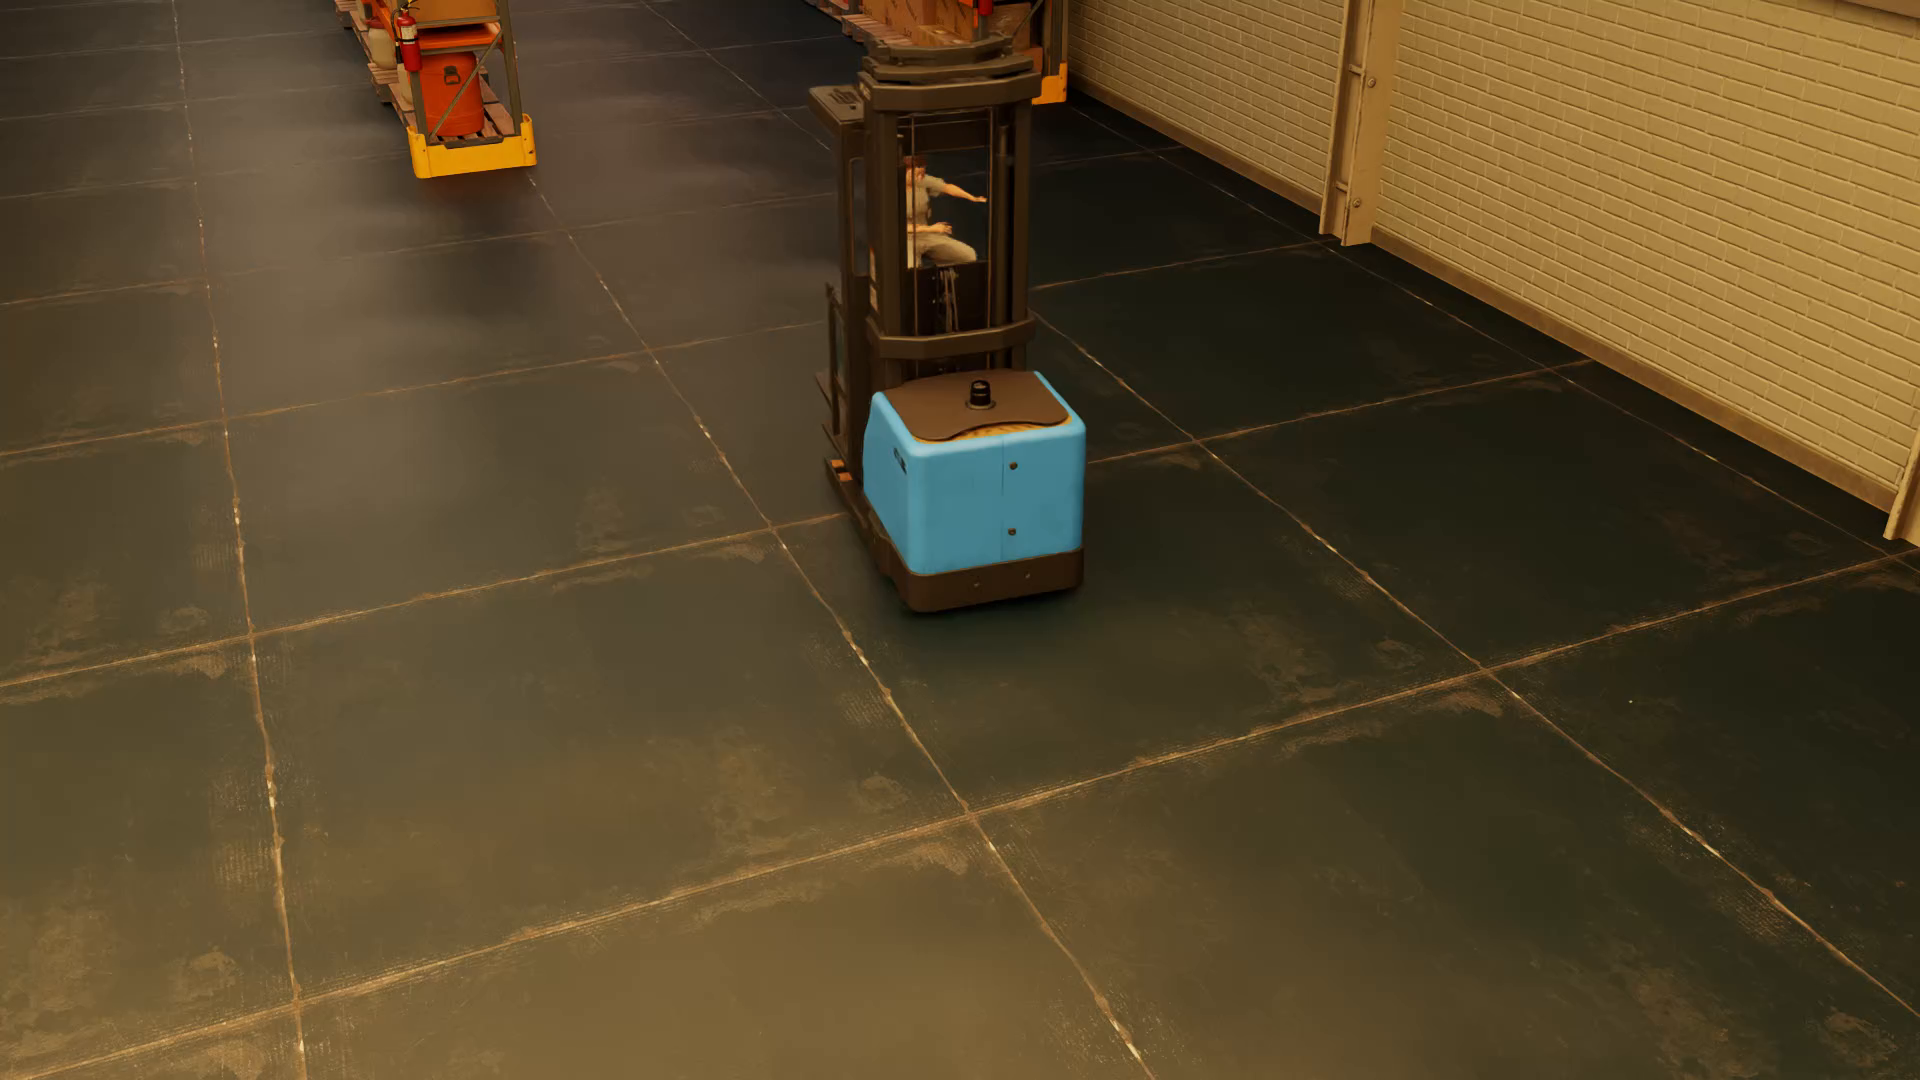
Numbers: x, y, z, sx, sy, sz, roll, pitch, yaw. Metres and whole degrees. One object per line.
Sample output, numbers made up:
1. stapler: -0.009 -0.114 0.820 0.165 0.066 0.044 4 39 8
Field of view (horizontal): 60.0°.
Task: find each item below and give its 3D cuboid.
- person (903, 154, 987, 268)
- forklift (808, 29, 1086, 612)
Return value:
1. person: -0.235 -2.214 12.479 0.681 1.451 0.947 25 38 36
2. forklift: -0.232 -1.589 9.898 1.130 2.935 3.031 -9 31 -16
